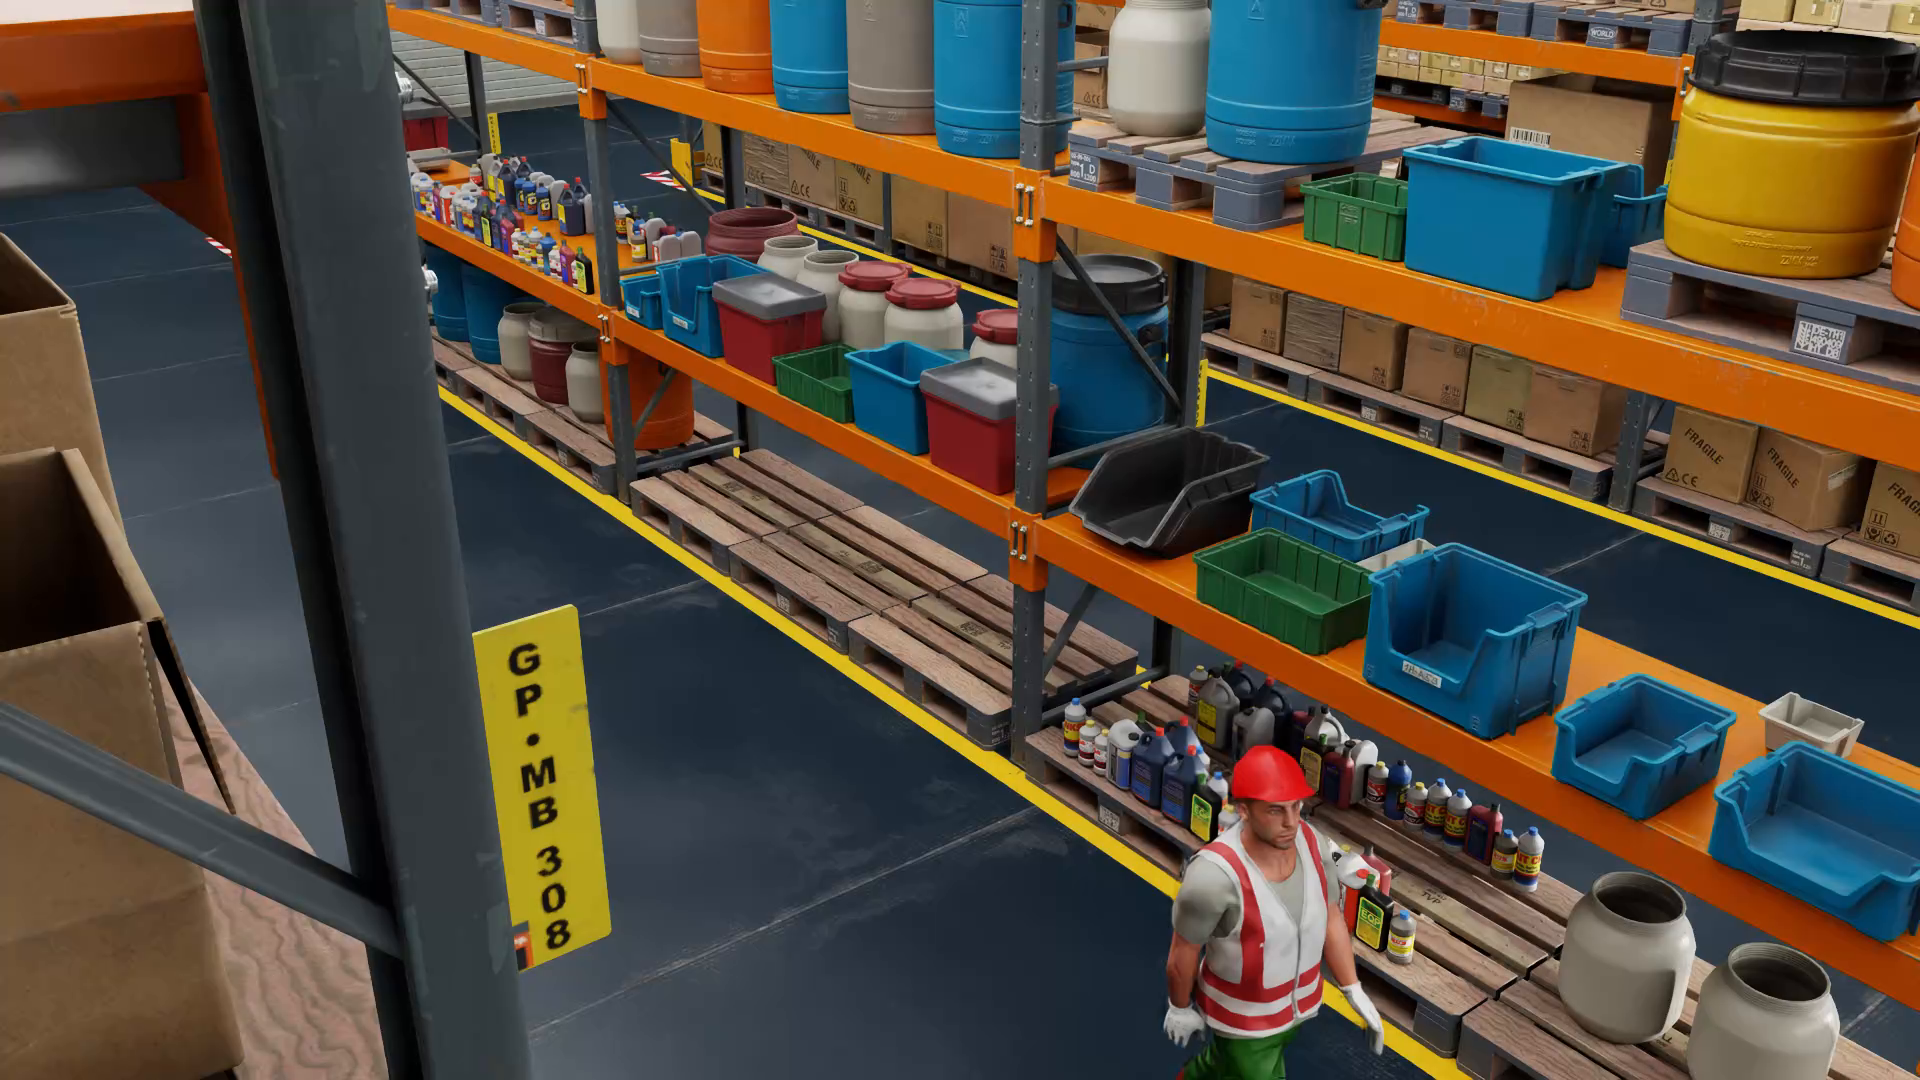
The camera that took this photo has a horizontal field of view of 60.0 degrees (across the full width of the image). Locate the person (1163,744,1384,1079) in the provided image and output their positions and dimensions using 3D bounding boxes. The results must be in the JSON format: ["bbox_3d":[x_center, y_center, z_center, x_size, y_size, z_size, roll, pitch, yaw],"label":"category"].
[{"bbox_3d":[0.960,1.418,4.937,0.536,1.729,1.045,-17,30,-33],"label":"person"}]
